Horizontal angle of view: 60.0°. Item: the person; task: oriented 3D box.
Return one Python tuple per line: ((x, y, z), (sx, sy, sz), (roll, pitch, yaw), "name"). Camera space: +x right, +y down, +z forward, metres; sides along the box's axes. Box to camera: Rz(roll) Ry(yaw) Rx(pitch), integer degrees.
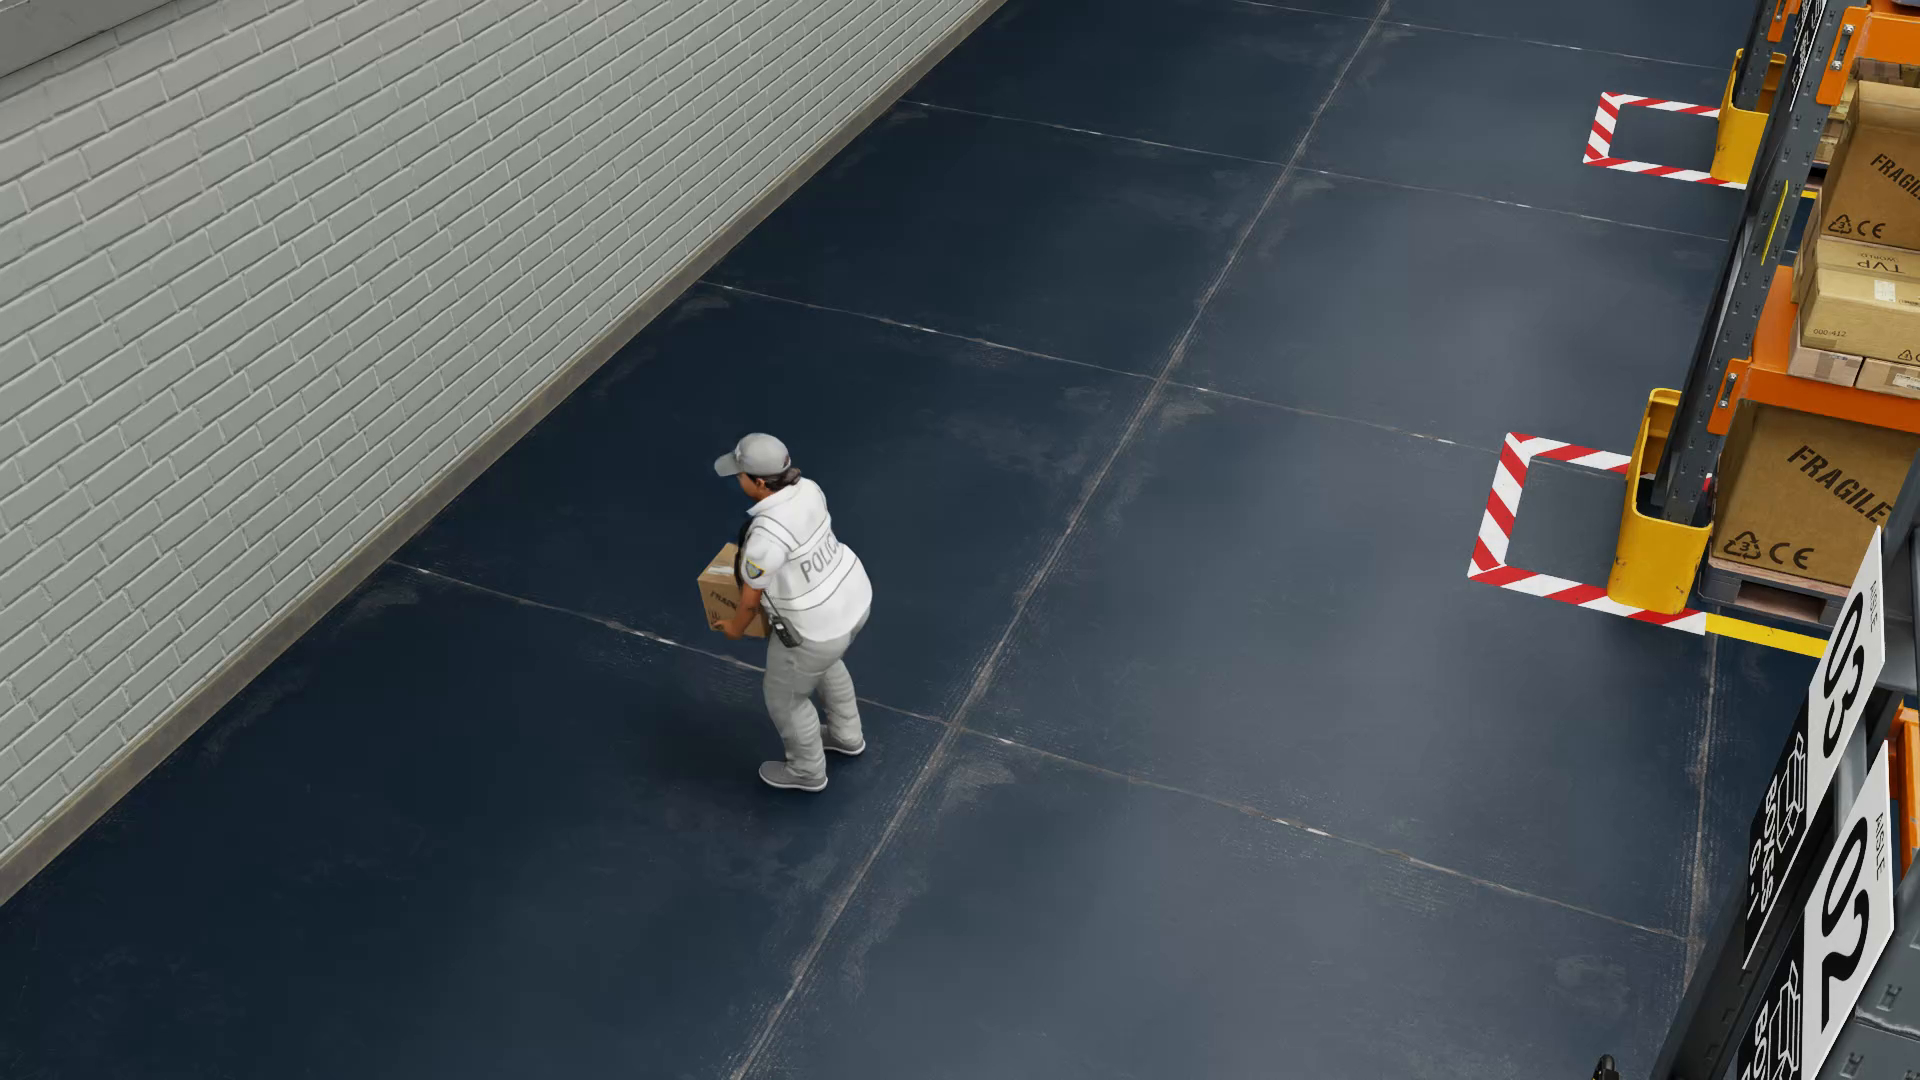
((-0.644, 0.291, 6.473), (0.580, 1.634, 0.448), (13, 40, 17), "person")
